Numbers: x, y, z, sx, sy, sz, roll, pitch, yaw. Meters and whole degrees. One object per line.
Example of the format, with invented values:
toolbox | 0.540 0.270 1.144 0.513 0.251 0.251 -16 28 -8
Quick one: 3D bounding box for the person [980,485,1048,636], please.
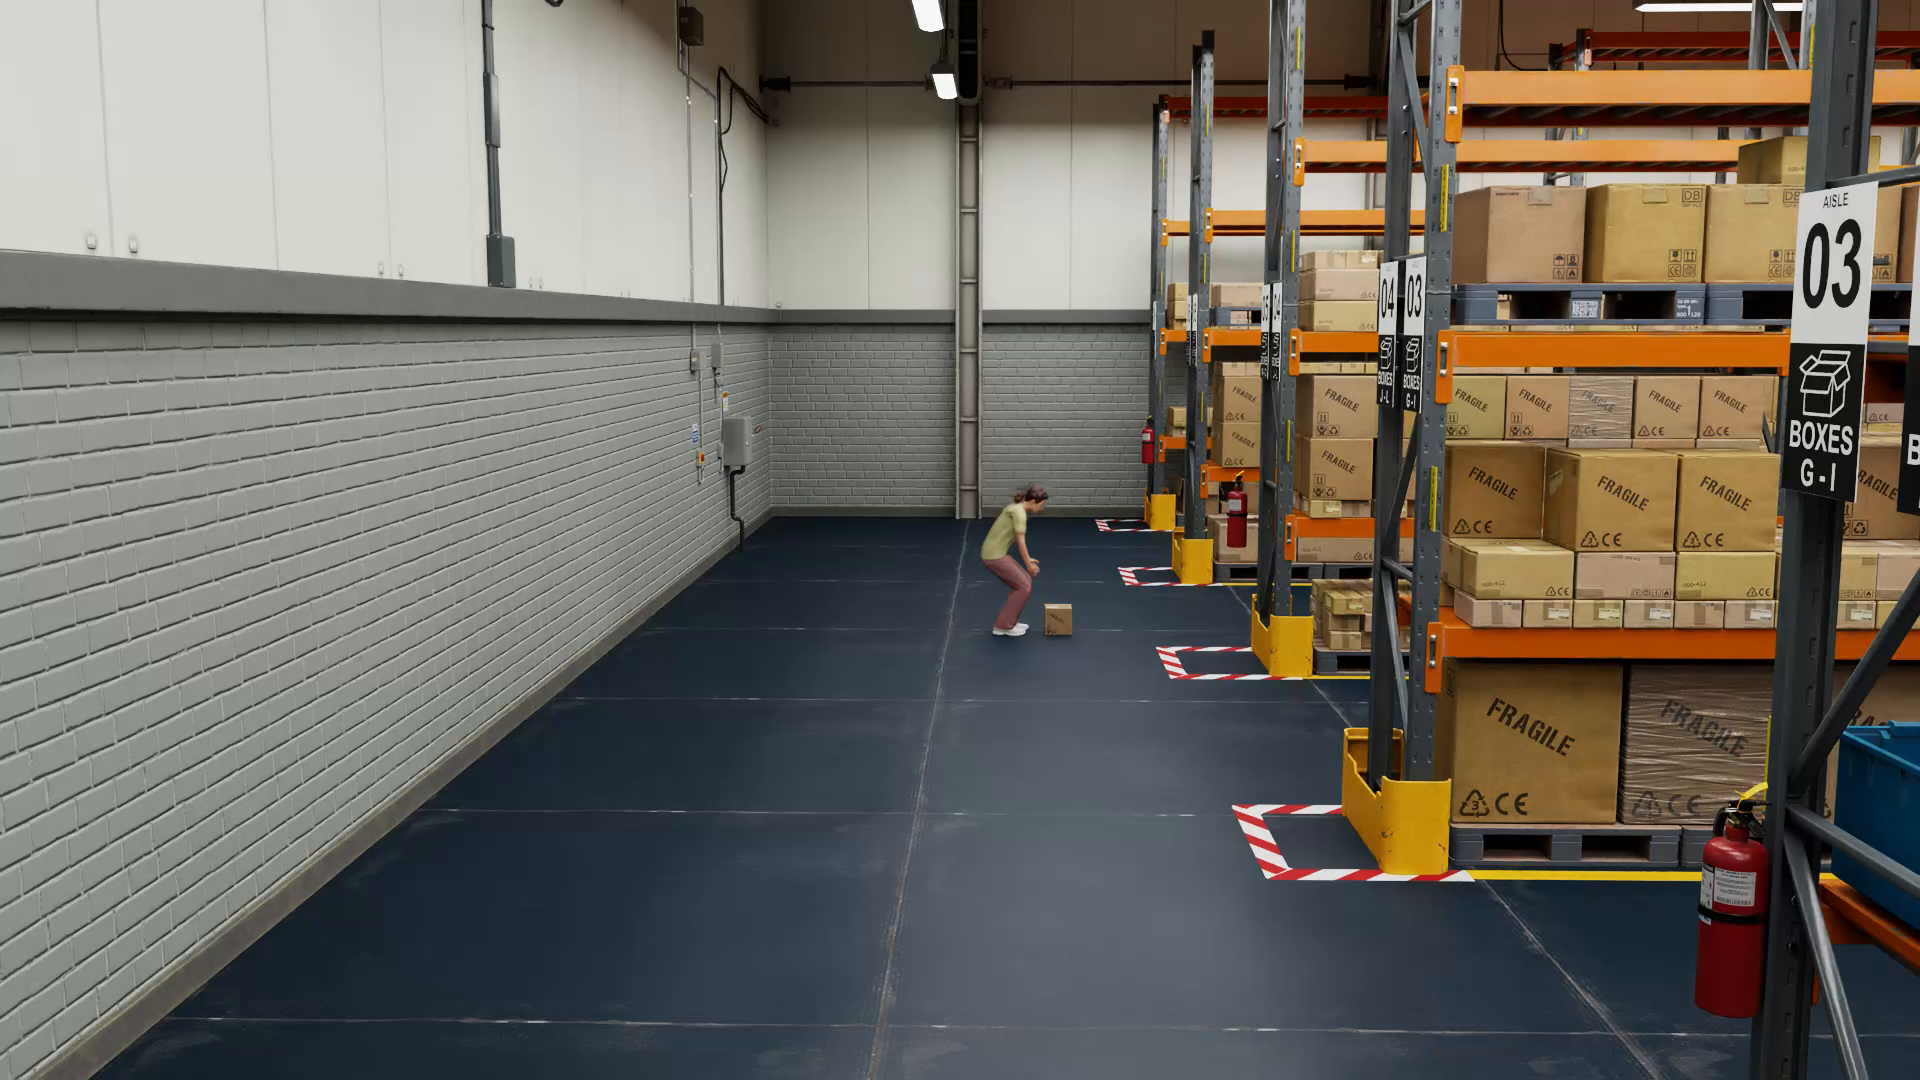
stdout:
person | 0.505 0.179 15.531 0.634 1.390 0.510 0 7 1
